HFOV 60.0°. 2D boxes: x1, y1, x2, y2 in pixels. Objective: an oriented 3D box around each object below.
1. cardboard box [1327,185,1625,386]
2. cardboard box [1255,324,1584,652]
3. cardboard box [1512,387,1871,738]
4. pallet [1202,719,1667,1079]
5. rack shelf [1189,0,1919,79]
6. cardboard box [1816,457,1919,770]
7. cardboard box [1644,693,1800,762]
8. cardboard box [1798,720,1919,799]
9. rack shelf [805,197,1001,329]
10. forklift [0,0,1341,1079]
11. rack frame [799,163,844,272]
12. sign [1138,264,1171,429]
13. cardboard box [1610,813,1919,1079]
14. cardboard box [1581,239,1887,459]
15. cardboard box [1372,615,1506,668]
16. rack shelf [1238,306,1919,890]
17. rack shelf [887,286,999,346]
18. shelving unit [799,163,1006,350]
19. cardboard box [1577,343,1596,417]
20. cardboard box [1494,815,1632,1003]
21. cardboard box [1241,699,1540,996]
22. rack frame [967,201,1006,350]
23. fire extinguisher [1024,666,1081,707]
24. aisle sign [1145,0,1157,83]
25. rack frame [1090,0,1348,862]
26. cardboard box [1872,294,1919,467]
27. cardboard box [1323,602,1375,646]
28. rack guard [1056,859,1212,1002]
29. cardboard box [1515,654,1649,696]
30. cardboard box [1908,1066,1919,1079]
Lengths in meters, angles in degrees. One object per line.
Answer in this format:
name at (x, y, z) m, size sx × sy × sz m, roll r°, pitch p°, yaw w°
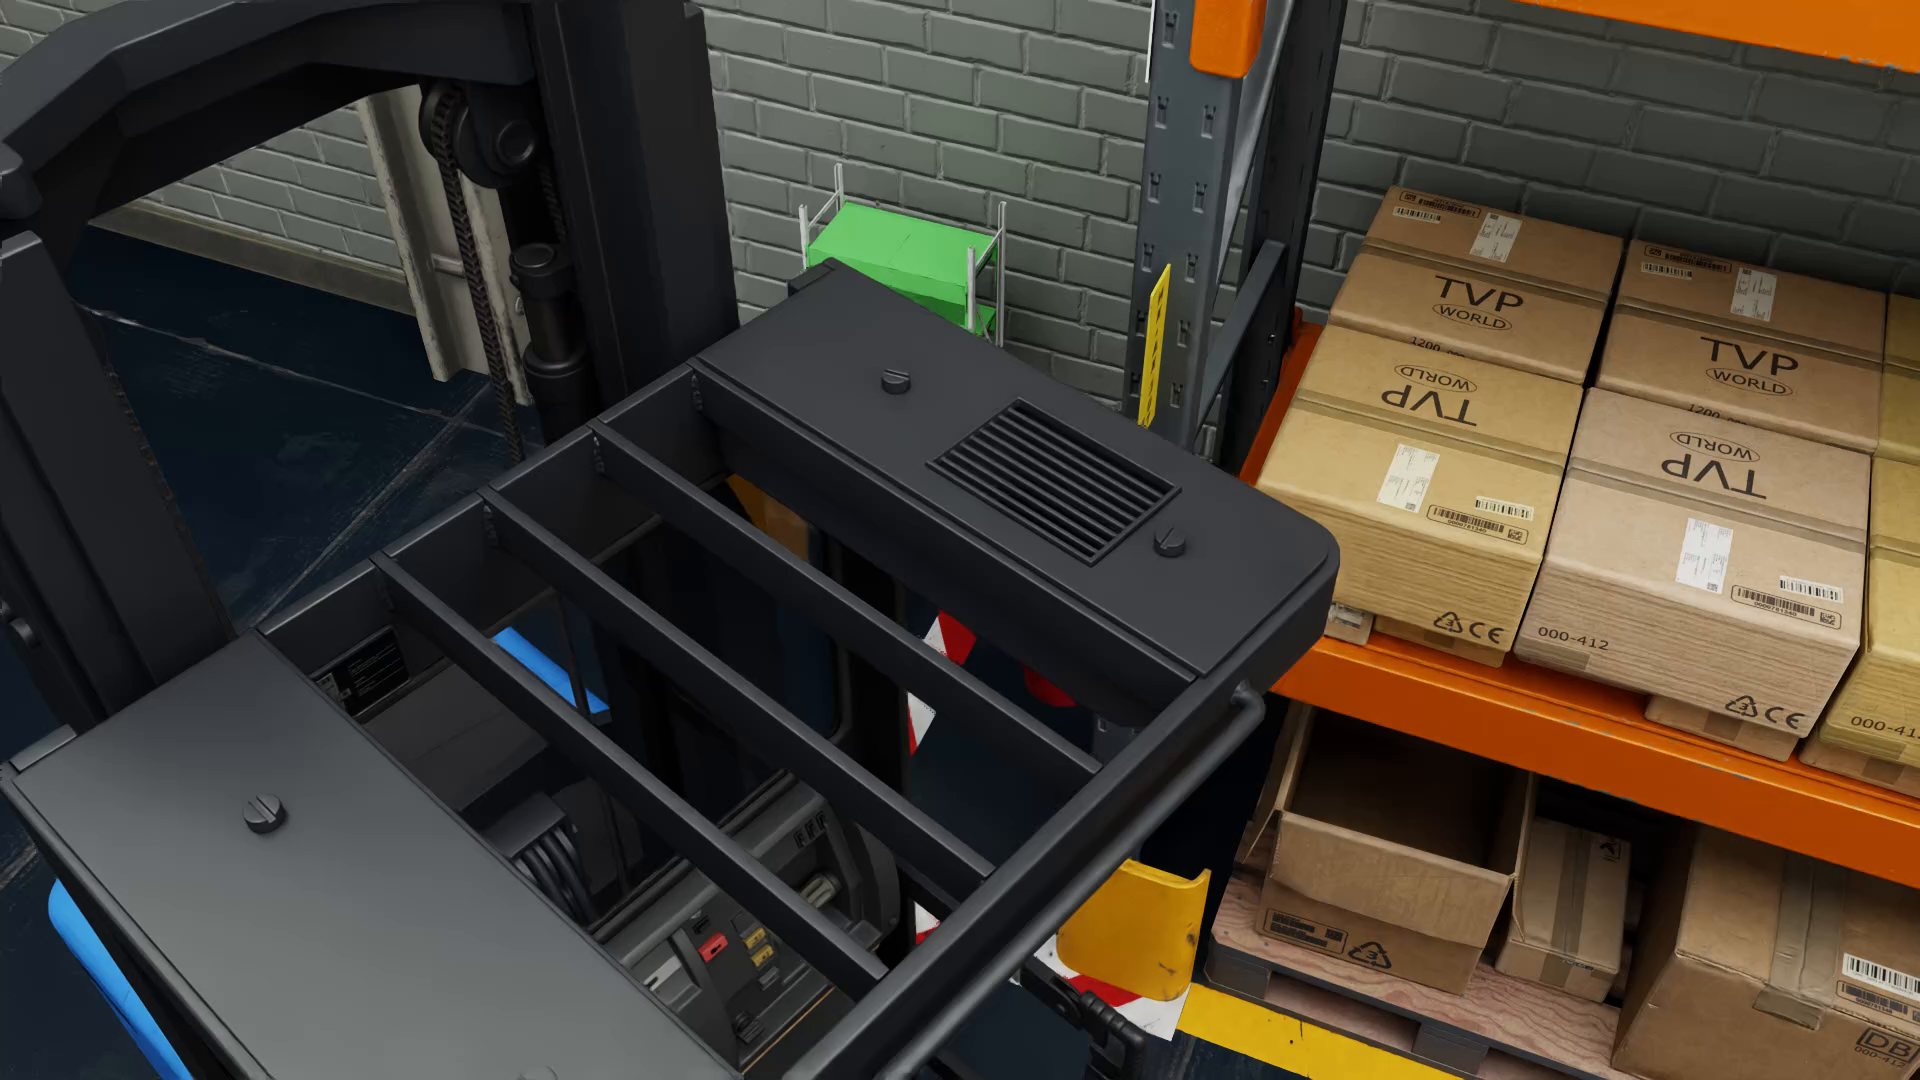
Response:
cardboard box at (1.064, -0.457, 3.478) m, size 0.500 × 0.250 × 0.500 m, roll 18°, pitch 48°, yaw 17°
cardboard box at (0.852, -0.111, 3.130) m, size 0.500 × 0.250 × 0.500 m, roll 17°, pitch 47°, yaw 16°
cardboard box at (1.317, 0.026, 2.993) m, size 0.500 × 0.250 × 0.500 m, roll 17°, pitch 47°, yaw 16°
pallet at (1.343, 0.868, 4.228) m, size 1.213 × 0.211 × 1.003 m, roll 16°, pitch 47°, yaw 16°
rack shelf at (2.383, -0.622, 2.132) m, size 4.000 × 0.370 × 1.077 m, roll 16°, pitch 47°, yaw 16°
cardboard box at (1.786, 0.161, 2.857) m, size 0.500 × 0.250 × 0.500 m, roll 16°, pitch 47°, yaw 15°
cardboard box at (1.453, 0.196, 3.105) m, size 0.250 × 0.149 × 0.380 m, roll 18°, pitch 48°, yaw 17°
cardboard box at (1.700, 0.264, 3.036) m, size 0.250 × 0.149 × 0.380 m, roll 17°, pitch 47°, yaw 16°
rack shelf at (-0.153, -0.765, 4.579) m, size 0.480 × 0.148 × 0.258 m, roll 16°, pitch 47°, yaw 16°
forklift at (-0.292, 0.799, 2.369) m, size 3.031 × 2.935 × 1.130 m, roll 32°, pitch 53°, yaw 28°
rack frame at (-0.378, -0.537, 4.939) m, size 0.015 × 1.200 × 0.240 m, roll 16°, pitch 47°, yaw 16°
sign at (0.328, -0.311, 2.822) m, size 0.005 × 0.325 × 0.100 m, roll 16°, pitch 47°, yaw 16°
cardboard box at (1.839, 0.865, 3.728) m, size 0.500 × 0.500 × 0.700 m, roll 18°, pitch 48°, yaw 17°
cardboard box at (1.539, -0.317, 3.337) m, size 0.500 × 0.250 × 0.500 m, roll 17°, pitch 47°, yaw 16°
cardboard box at (0.987, 0.039, 3.263) m, size 0.250 × 0.149 × 0.380 m, roll 17°, pitch 47°, yaw 17°
rack shelf at (2.383, 0.441, 3.190) m, size 4.000 × 0.370 × 1.077 m, roll 16°, pitch 47°, yaw 16°
rack shelf at (-0.153, -0.595, 4.748) m, size 0.480 × 0.148 × 0.258 m, roll 16°, pitch 47°, yaw 16°
shelving unit at (-0.153, -0.470, 4.872) m, size 0.503 × 1.200 × 0.258 m, roll 16°, pitch 47°, yaw 16°
cardboard box at (1.434, -0.228, 3.530) m, size 0.250 × 0.149 × 0.380 m, roll 15°, pitch 47°, yaw 15°
cardboard box at (1.442, 0.873, 3.969) m, size 0.250 × 0.149 × 0.380 m, roll 15°, pitch 47°, yaw 14°
cardboard box at (1.065, 0.607, 3.986) m, size 0.637 × 0.503 × 0.797 m, roll 15°, pitch 47°, yaw 14°
rack frame at (0.072, -0.404, 4.805) m, size 0.015 × 1.200 × 0.240 m, roll 16°, pitch 47°, yaw 16°
fire extinguisher at (0.223, 0.063, 3.379) m, size 0.183 × 0.674 × 0.296 m, roll 16°, pitch 47°, yaw 16°
aisle sign at (0.361, -1.106, 2.392) m, size 0.004 × 0.787 × 0.394 m, roll 16°, pitch 47°, yaw 16°
rack frame at (0.537, -0.357, 3.482) m, size 0.127 × 3.000 × 1.000 m, roll 16°, pitch 47°, yaw 16°
cardboard box at (1.994, -0.179, 3.199) m, size 0.500 × 0.250 × 0.500 m, roll 18°, pitch 48°, yaw 17°
cardboard box at (0.735, 0.000, 3.302) m, size 0.250 × 0.149 × 0.380 m, roll 16°, pitch 47°, yaw 16°
rack guard at (0.607, 0.549, 4.343) m, size 0.348 × 0.500 × 1.175 m, roll 16°, pitch 47°, yaw 16°
cardboard box at (1.243, 0.087, 3.214) m, size 0.250 × 0.149 × 0.380 m, roll 16°, pitch 47°, yaw 15°
cardboard box at (2.288, 1.074, 3.519) m, size 0.500 × 0.500 × 0.500 m, roll 17°, pitch 47°, yaw 17°
